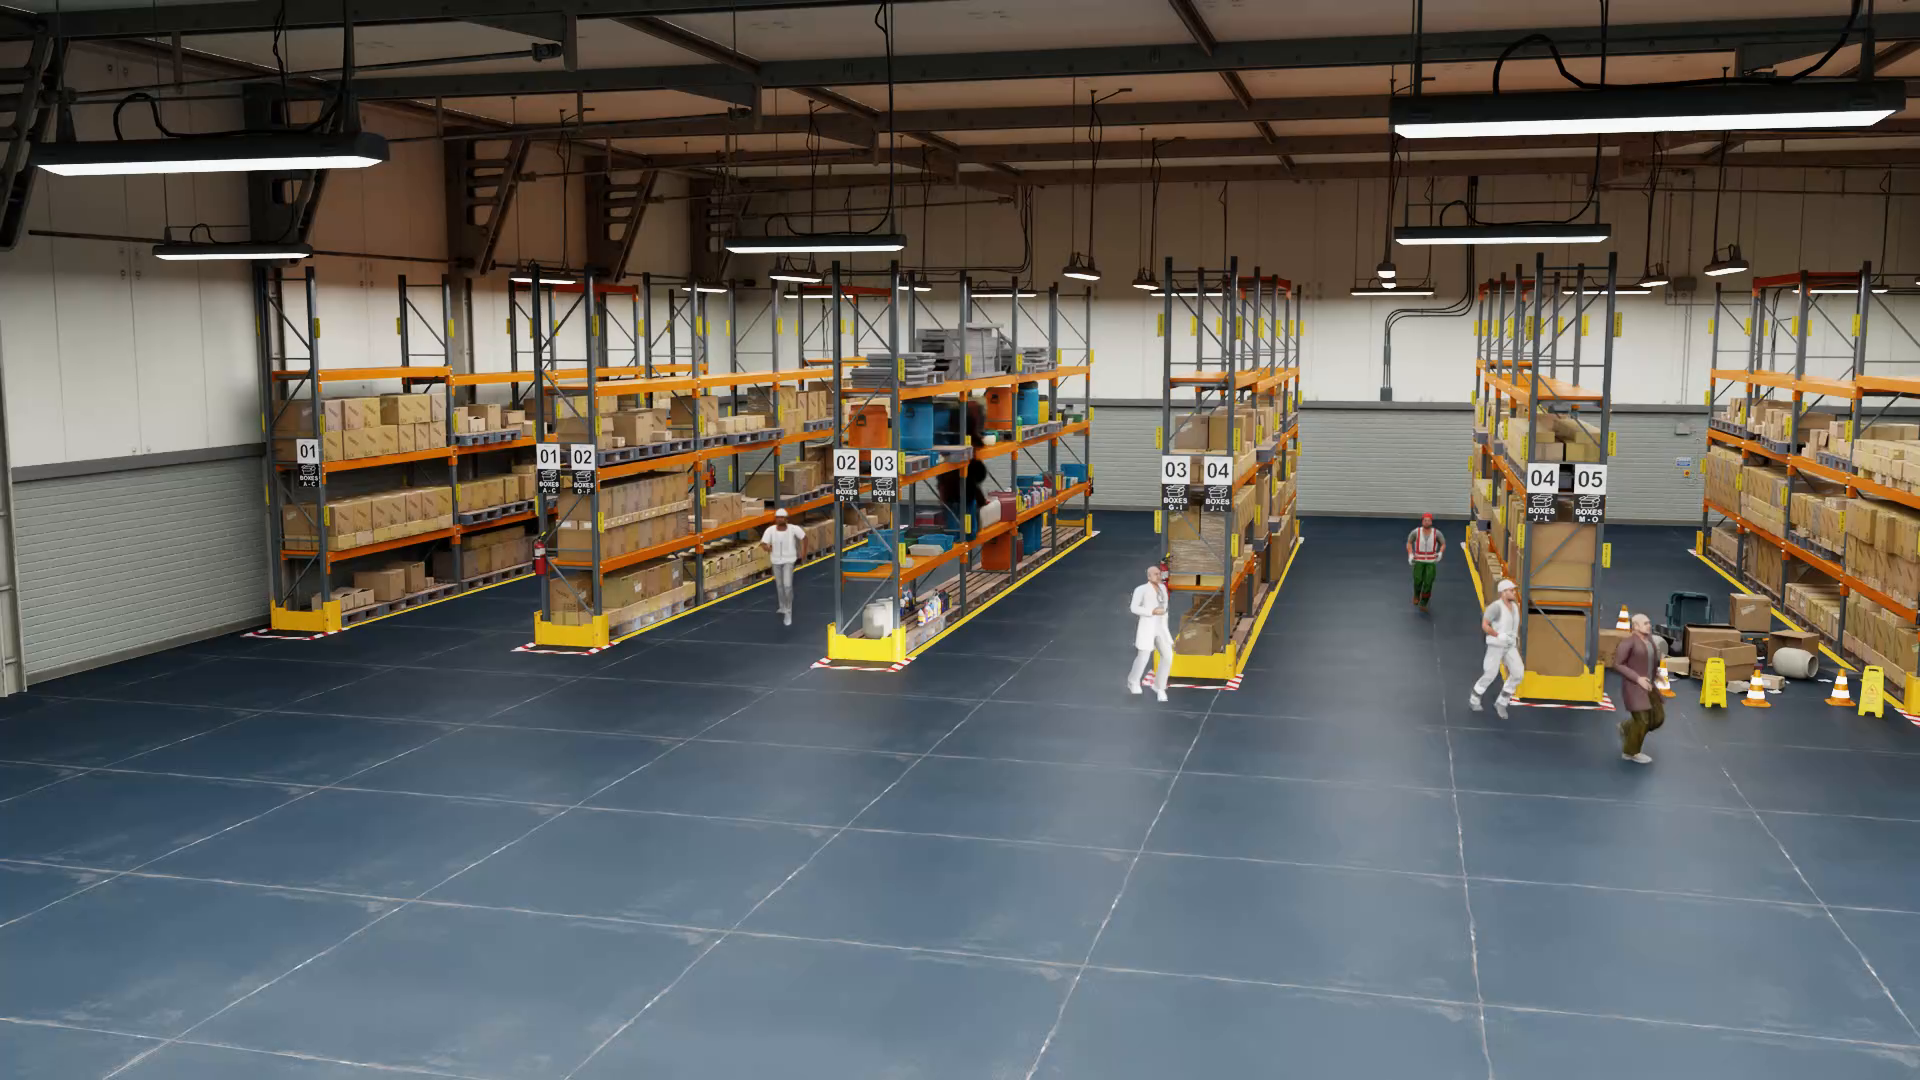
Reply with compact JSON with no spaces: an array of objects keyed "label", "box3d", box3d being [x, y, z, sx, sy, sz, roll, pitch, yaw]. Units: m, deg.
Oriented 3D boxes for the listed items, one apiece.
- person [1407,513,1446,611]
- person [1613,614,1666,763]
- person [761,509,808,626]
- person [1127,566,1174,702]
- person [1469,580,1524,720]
[{"label":"person","box3d":[8.295,0.386,29.613,0.655,1.751,0.590,2,7,13]},{"label":"person","box3d":[7.843,1.709,19.228,0.689,1.730,0.632,-4,8,-31]},{"label":"person","box3d":[-2.883,0.423,27.150,0.724,1.887,0.736,1,7,8]},{"label":"person","box3d":[2.603,1.276,22.585,0.706,1.851,0.762,-4,8,-27]},{"label":"person","box3d":[7.021,1.403,21.555,0.705,1.786,0.667,-3,8,-25]}]
